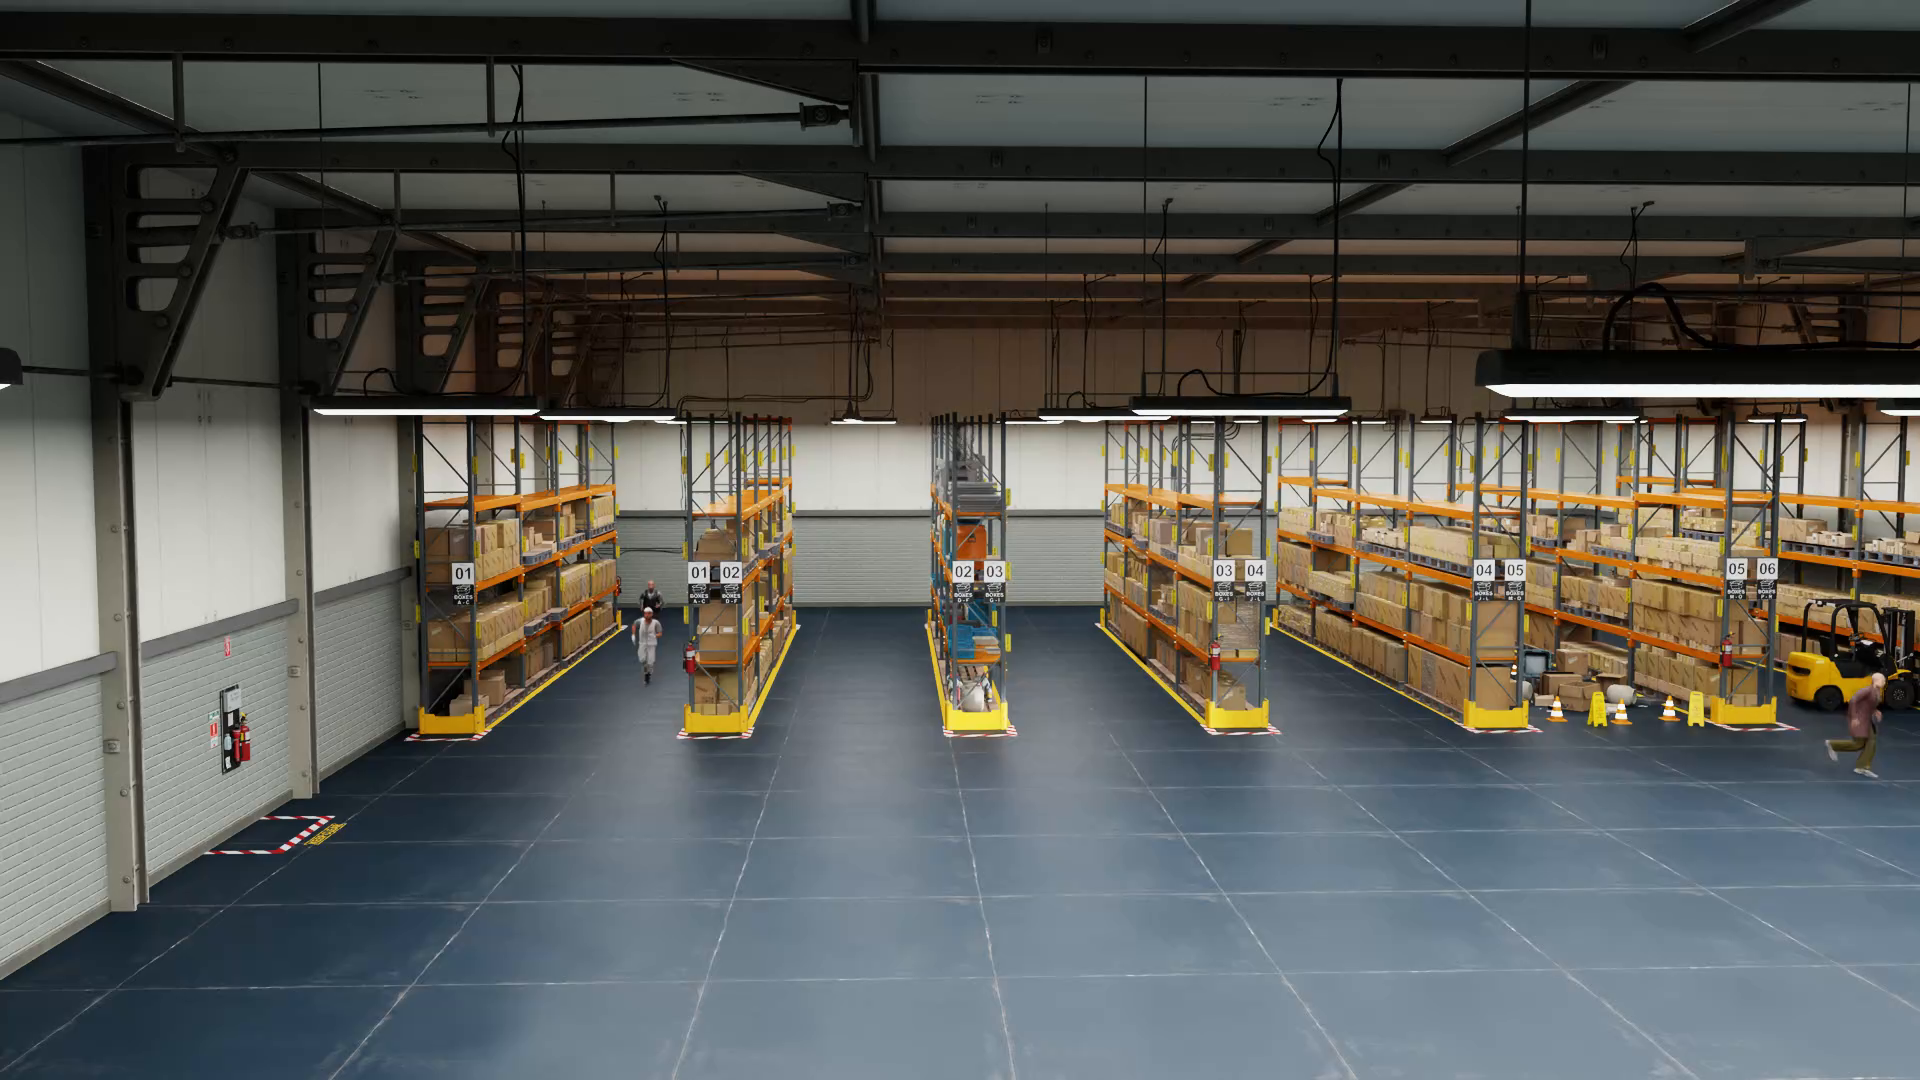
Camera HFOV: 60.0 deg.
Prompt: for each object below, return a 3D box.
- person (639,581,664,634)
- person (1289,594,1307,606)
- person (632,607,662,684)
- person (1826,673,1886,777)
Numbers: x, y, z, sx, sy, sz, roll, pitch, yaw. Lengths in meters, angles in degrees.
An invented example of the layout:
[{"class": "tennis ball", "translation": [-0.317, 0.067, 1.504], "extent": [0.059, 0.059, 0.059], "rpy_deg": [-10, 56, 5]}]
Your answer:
[{"class": "person", "translation": [-8.036, 1.926, 43.289], "extent": [0.663, 1.725, 0.931], "rpy_deg": [0, 4, -7]}, {"class": "person", "translation": [9.925, 1.518, 48.867], "extent": [0.917, 1.765, 0.757], "rpy_deg": [2, 4, 25]}, {"class": "person", "translation": [-6.912, 2.339, 36.683], "extent": [0.706, 1.727, 0.755], "rpy_deg": [0, 4, -2]}, {"class": "person", "translation": [14.804, 3.021, 27.479], "extent": [0.712, 1.726, 0.881], "rpy_deg": [-4, 5, -45]}]
